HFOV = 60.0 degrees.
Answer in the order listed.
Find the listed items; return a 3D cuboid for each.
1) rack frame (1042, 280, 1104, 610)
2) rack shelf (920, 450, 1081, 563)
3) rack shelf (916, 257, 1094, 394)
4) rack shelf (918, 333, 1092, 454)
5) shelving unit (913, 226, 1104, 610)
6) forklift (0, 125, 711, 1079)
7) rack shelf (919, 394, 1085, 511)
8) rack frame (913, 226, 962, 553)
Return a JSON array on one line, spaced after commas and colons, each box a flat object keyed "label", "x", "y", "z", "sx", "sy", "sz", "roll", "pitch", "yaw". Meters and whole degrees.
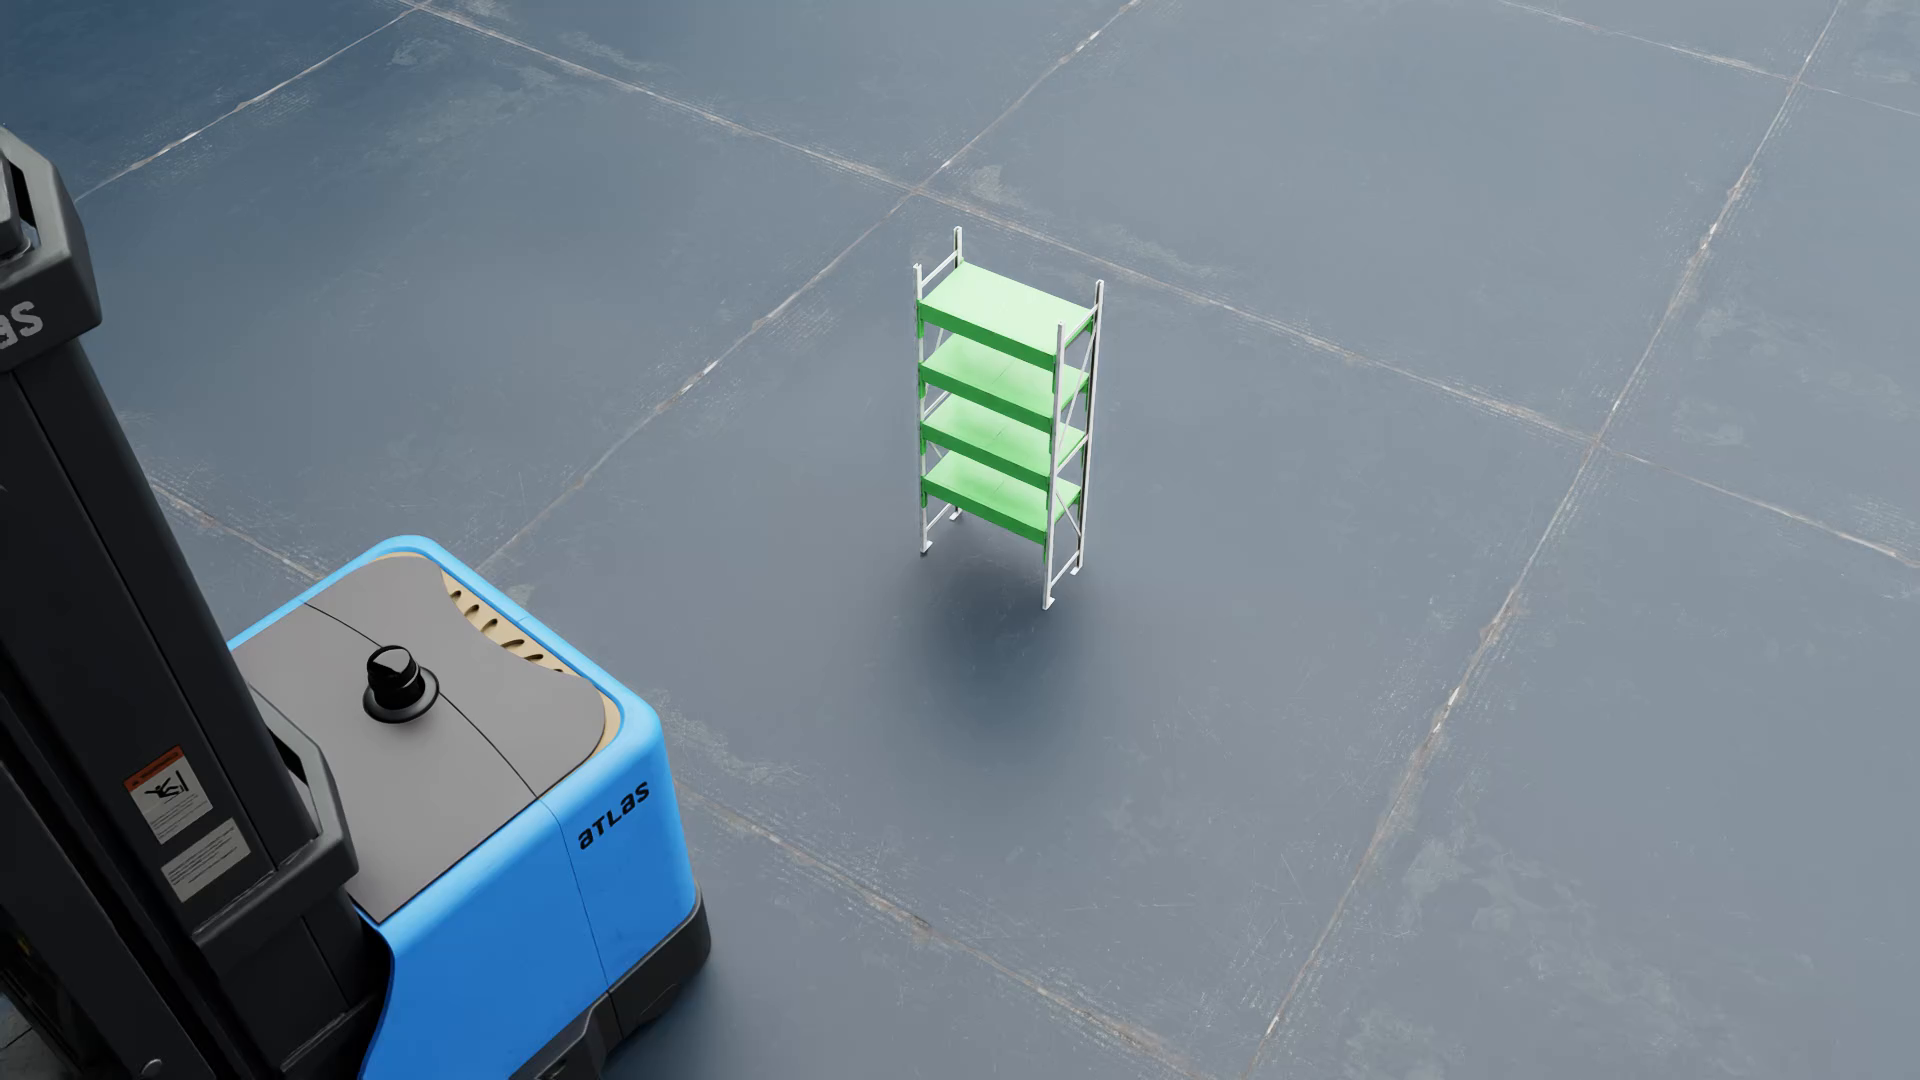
[{"label": "rack frame", "x": 0.345, "y": -0.260, "z": 5.166, "sx": 0.015, "sy": 1.200, "sz": 0.240, "roll": 25, "pitch": 51, "yaw": 22}, {"label": "rack shelf", "x": 0.139, "y": -0.142, "z": 5.475, "sx": 0.480, "sy": 0.148, "sz": 0.258, "roll": 25, "pitch": 51, "yaw": 22}, {"label": "rack shelf", "x": 0.139, "y": -0.644, "z": 4.959, "sx": 0.480, "sy": 0.148, "sz": 0.258, "roll": 25, "pitch": 51, "yaw": 22}, {"label": "rack shelf", "x": 0.139, "y": -0.477, "z": 5.131, "sx": 0.480, "sy": 0.148, "sz": 0.258, "roll": 25, "pitch": 51, "yaw": 22}, {"label": "shelving unit", "x": 0.139, "y": -0.354, "z": 5.257, "sx": 0.503, "sy": 1.200, "sz": 0.258, "roll": 25, "pitch": 51, "yaw": 22}, {"label": "forklift", "x": -2.024, "y": 0.715, "z": 3.012, "sx": 1.130, "sy": 2.935, "sz": 3.031, "roll": 32, "pitch": 54, "yaw": 27}, {"label": "rack shelf", "x": 0.139, "y": -0.310, "z": 5.303, "sx": 0.480, "sy": 0.148, "sz": 0.258, "roll": 25, "pitch": 51, "yaw": 22}, {"label": "rack frame", "x": -0.066, "y": -0.449, "z": 5.349, "sx": 0.015, "sy": 1.200, "sz": 0.240, "roll": 25, "pitch": 51, "yaw": 22}]
